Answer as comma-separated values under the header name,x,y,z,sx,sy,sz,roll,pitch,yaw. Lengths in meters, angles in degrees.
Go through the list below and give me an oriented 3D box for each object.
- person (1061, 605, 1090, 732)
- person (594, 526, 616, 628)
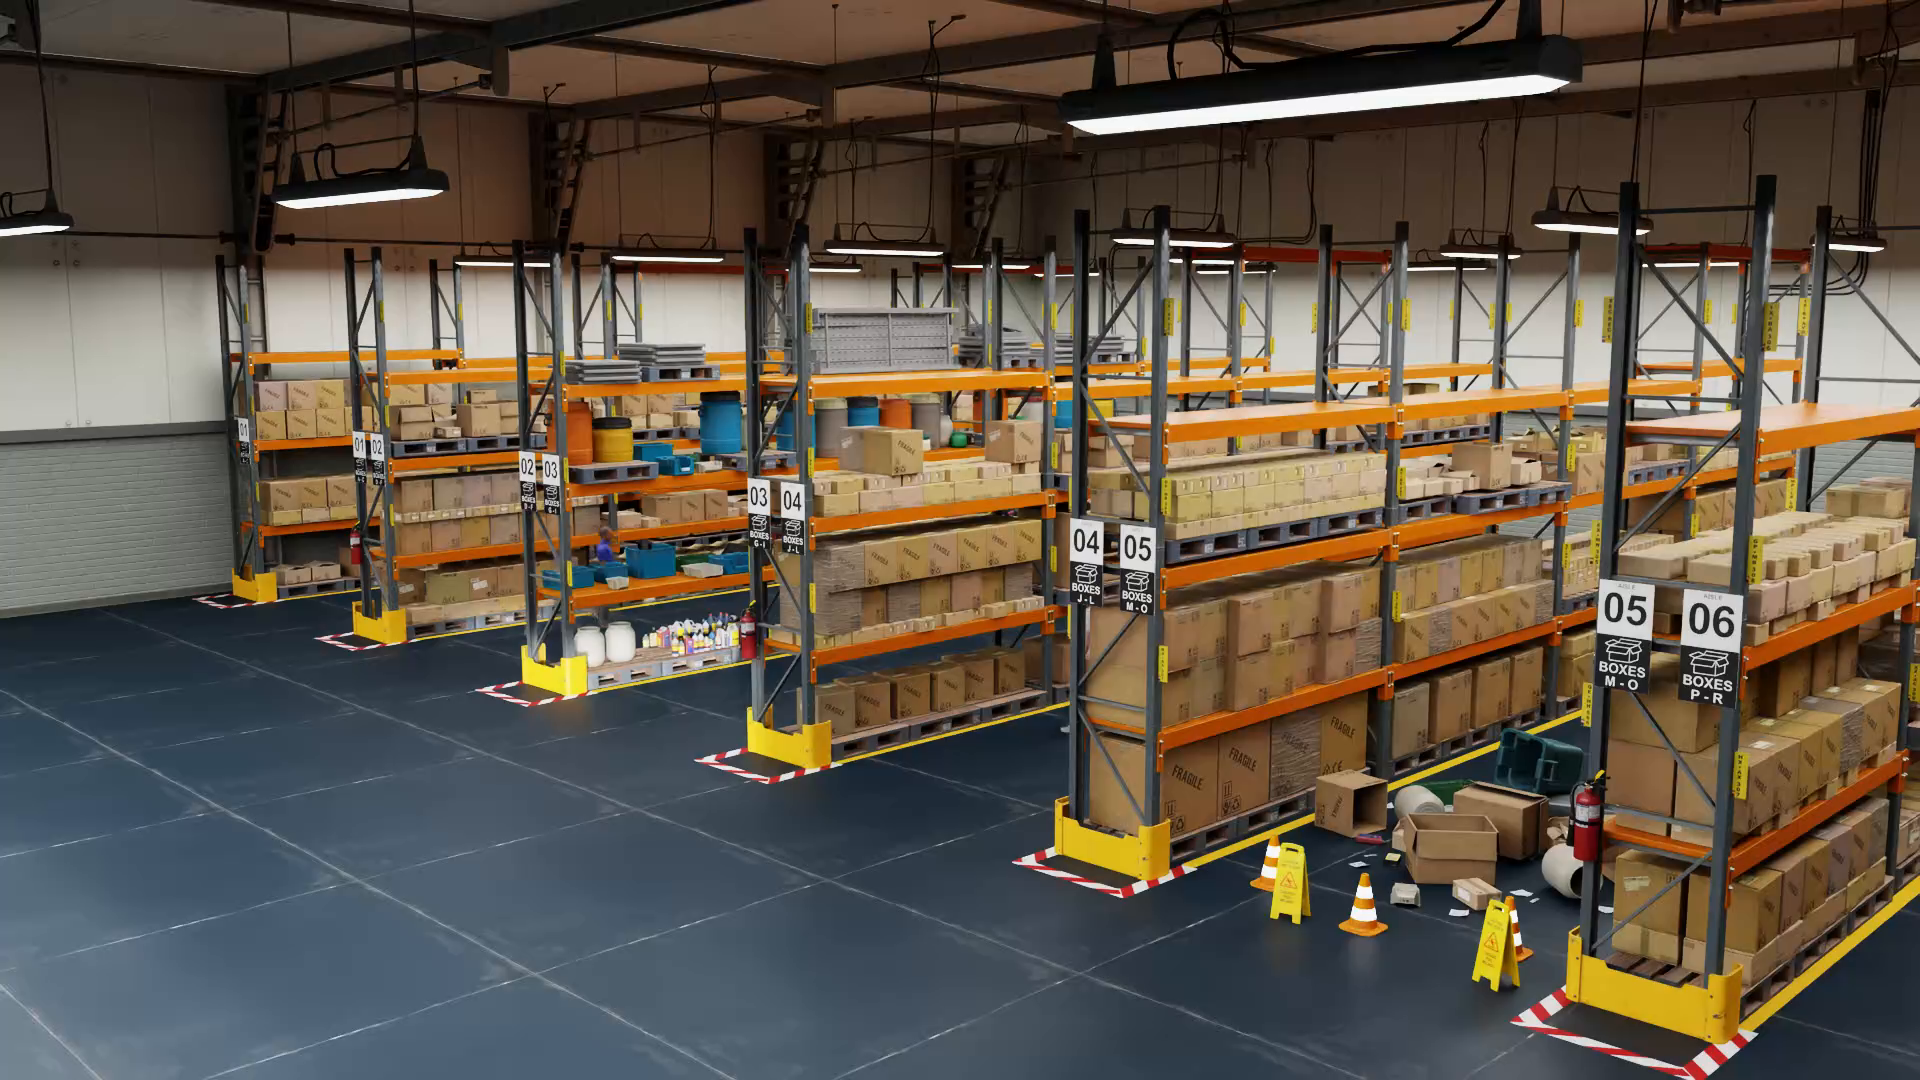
name,x,y,z,sx,sy,sz,roll,pitch,yaw
person,1.507,1.418,20.261,0.453,1.788,0.641,2,8,16
person,-5.635,0.594,26.505,0.447,1.645,0.462,-1,8,-5
